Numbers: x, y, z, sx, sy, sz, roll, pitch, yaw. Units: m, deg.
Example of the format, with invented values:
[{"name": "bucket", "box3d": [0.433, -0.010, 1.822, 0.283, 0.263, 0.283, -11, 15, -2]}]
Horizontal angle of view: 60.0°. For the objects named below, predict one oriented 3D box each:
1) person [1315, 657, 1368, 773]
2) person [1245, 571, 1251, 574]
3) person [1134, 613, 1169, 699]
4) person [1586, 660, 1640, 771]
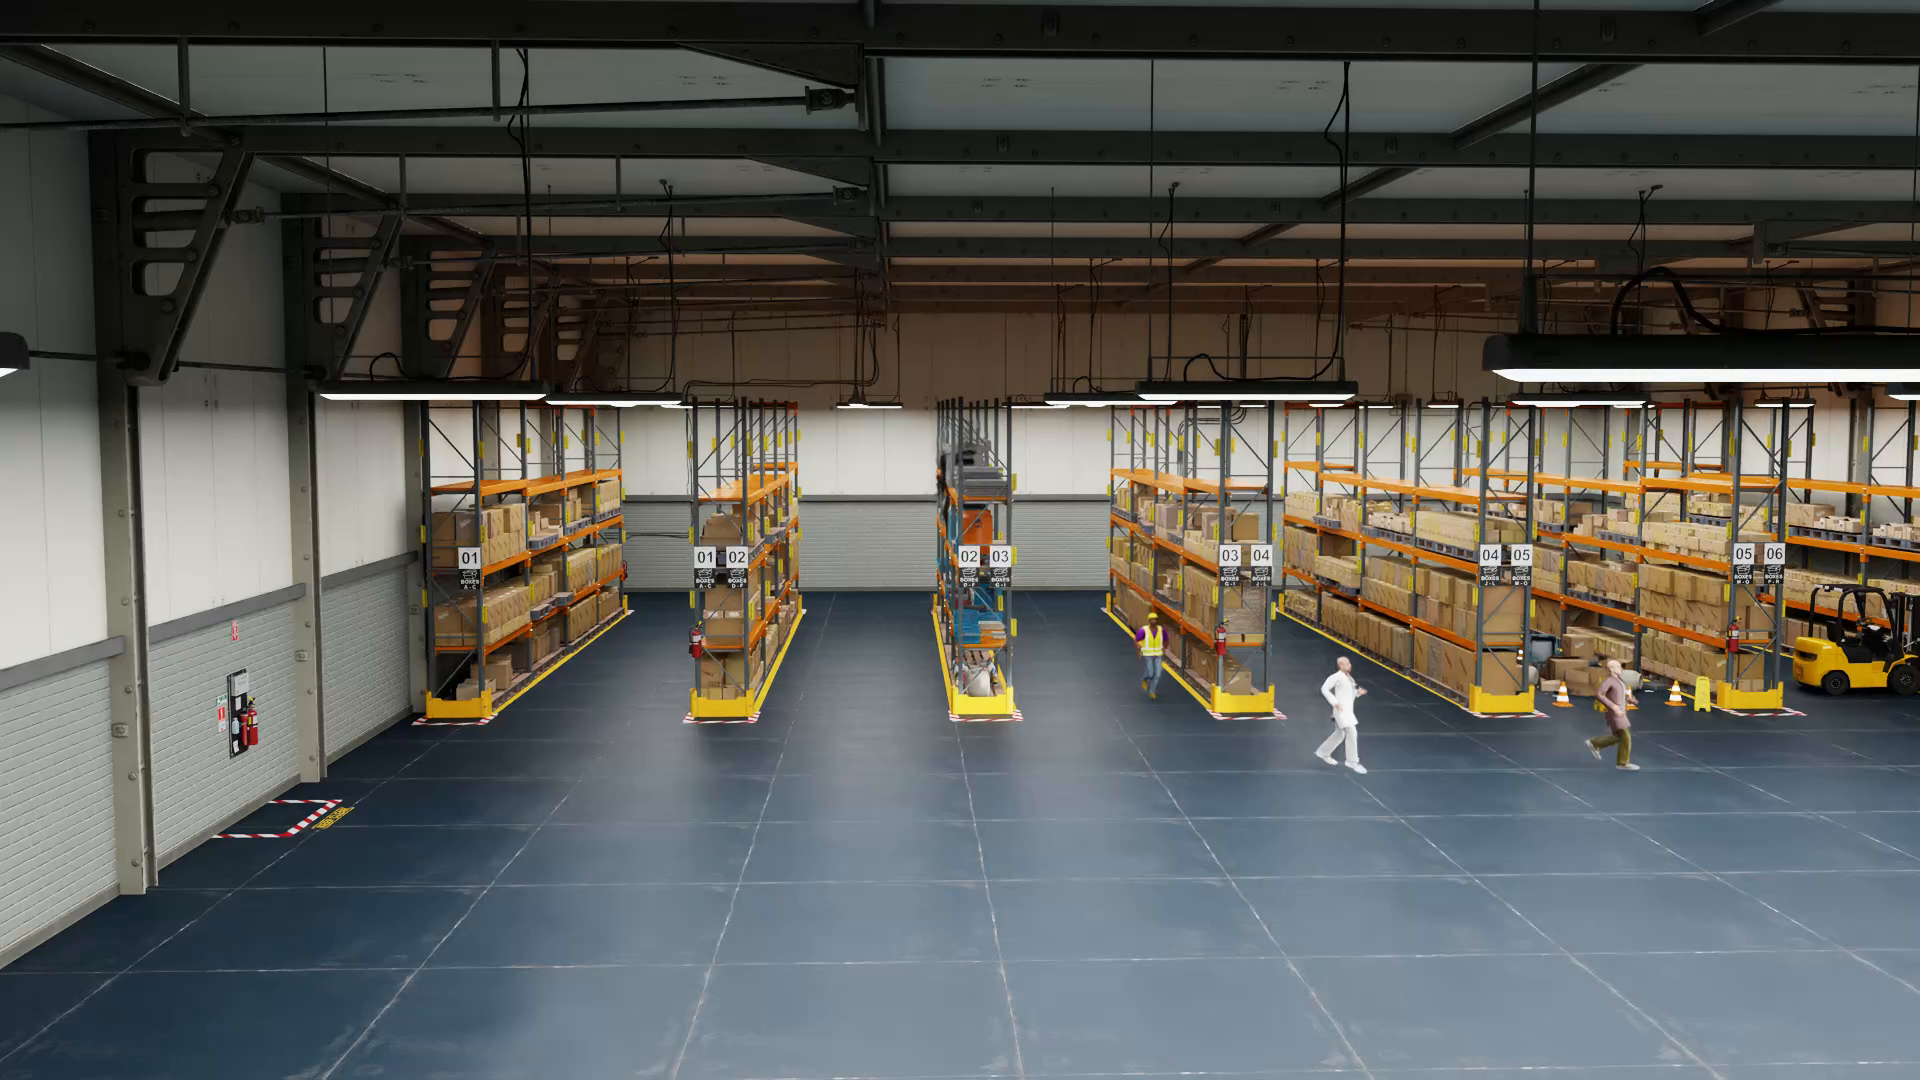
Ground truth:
[{"name": "person", "box3d": [6.111, 2.774, 26.598, 0.866, 1.822, 0.694, 2, 5, 28]}, {"name": "person", "box3d": [8.303, 1.195, 48.293, 0.675, 1.601, 0.561, 4, 6, 40]}, {"name": "person", "box3d": [3.846, 2.302, 33.198, 0.701, 1.716, 0.587, -1, 4, -8]}, {"name": "person", "box3d": [10.468, 2.793, 26.655, 0.884, 1.743, 0.719, 3, 6, 38]}]
